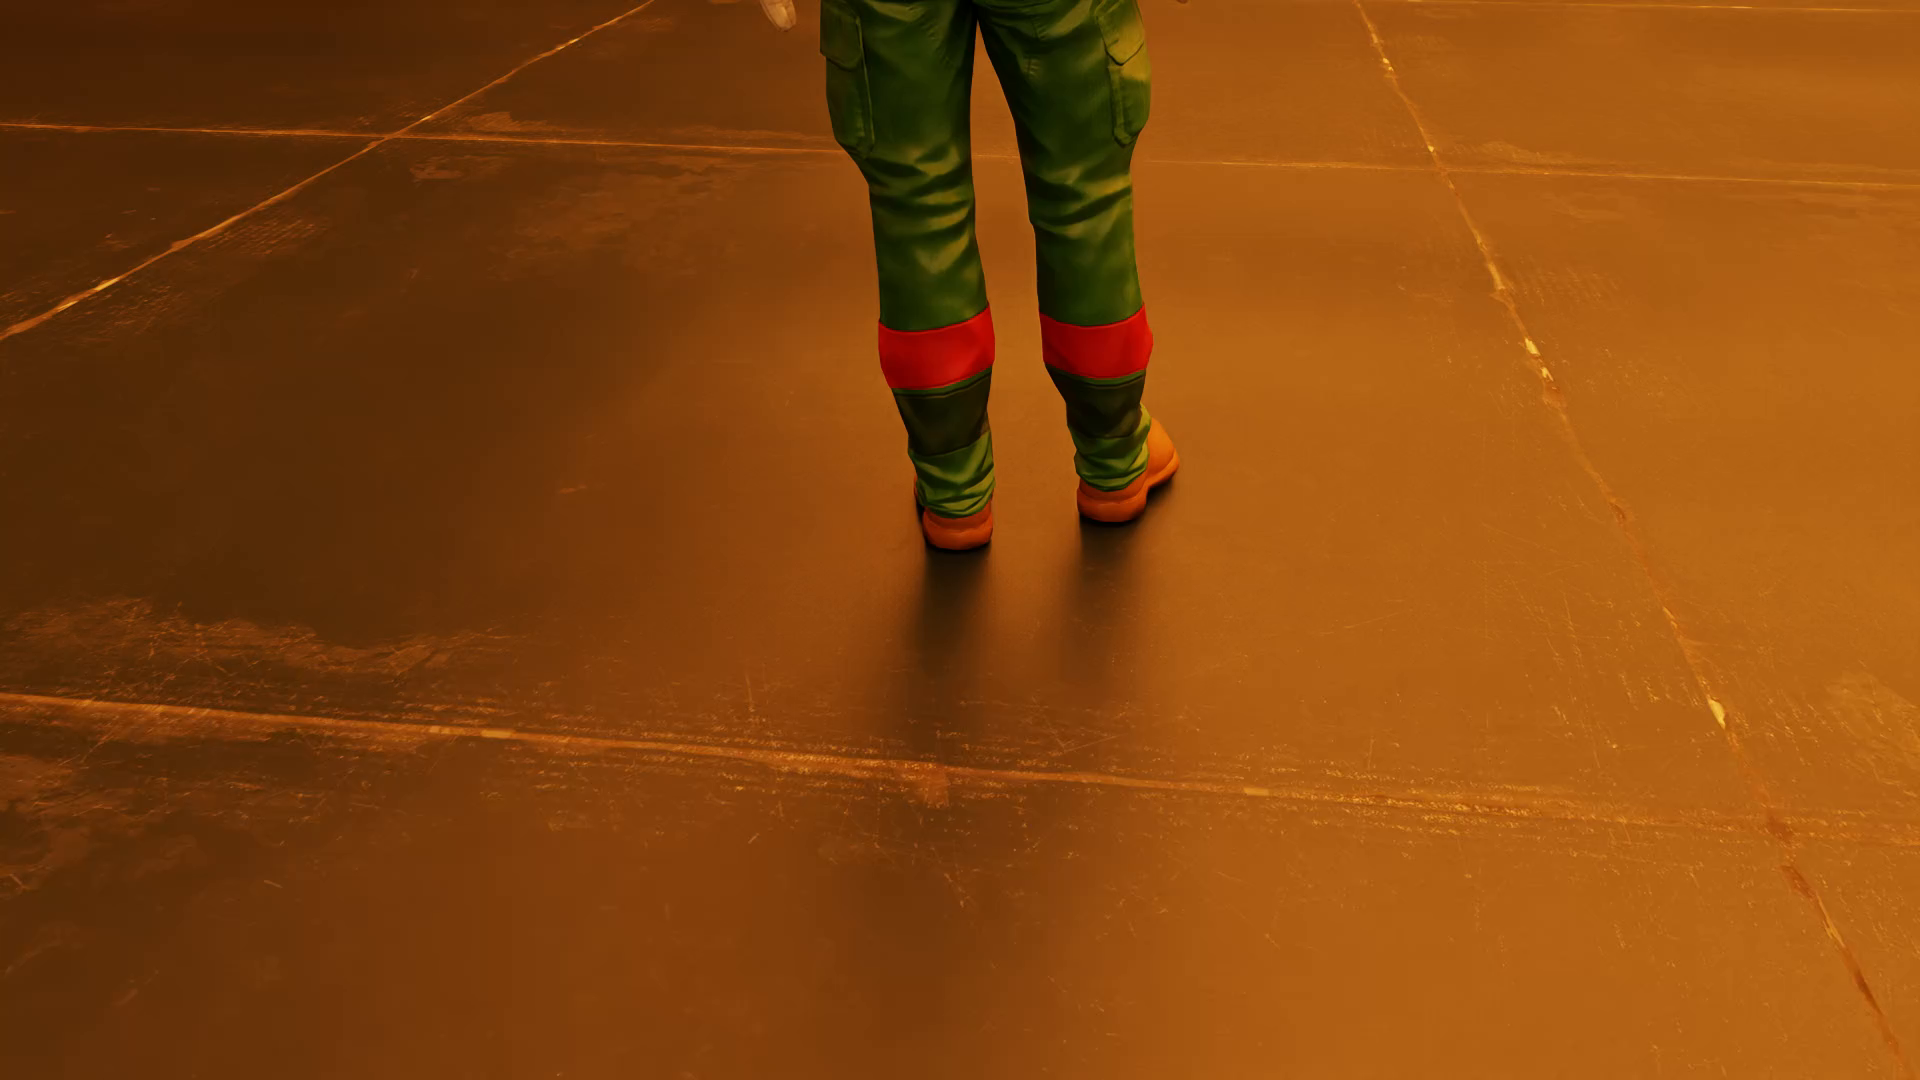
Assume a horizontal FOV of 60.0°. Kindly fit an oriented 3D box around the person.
[{"bbox_3d":[0.022,-0.842,2.167,0.638,1.787,0.564,3,27,7],"label":"person"}]
